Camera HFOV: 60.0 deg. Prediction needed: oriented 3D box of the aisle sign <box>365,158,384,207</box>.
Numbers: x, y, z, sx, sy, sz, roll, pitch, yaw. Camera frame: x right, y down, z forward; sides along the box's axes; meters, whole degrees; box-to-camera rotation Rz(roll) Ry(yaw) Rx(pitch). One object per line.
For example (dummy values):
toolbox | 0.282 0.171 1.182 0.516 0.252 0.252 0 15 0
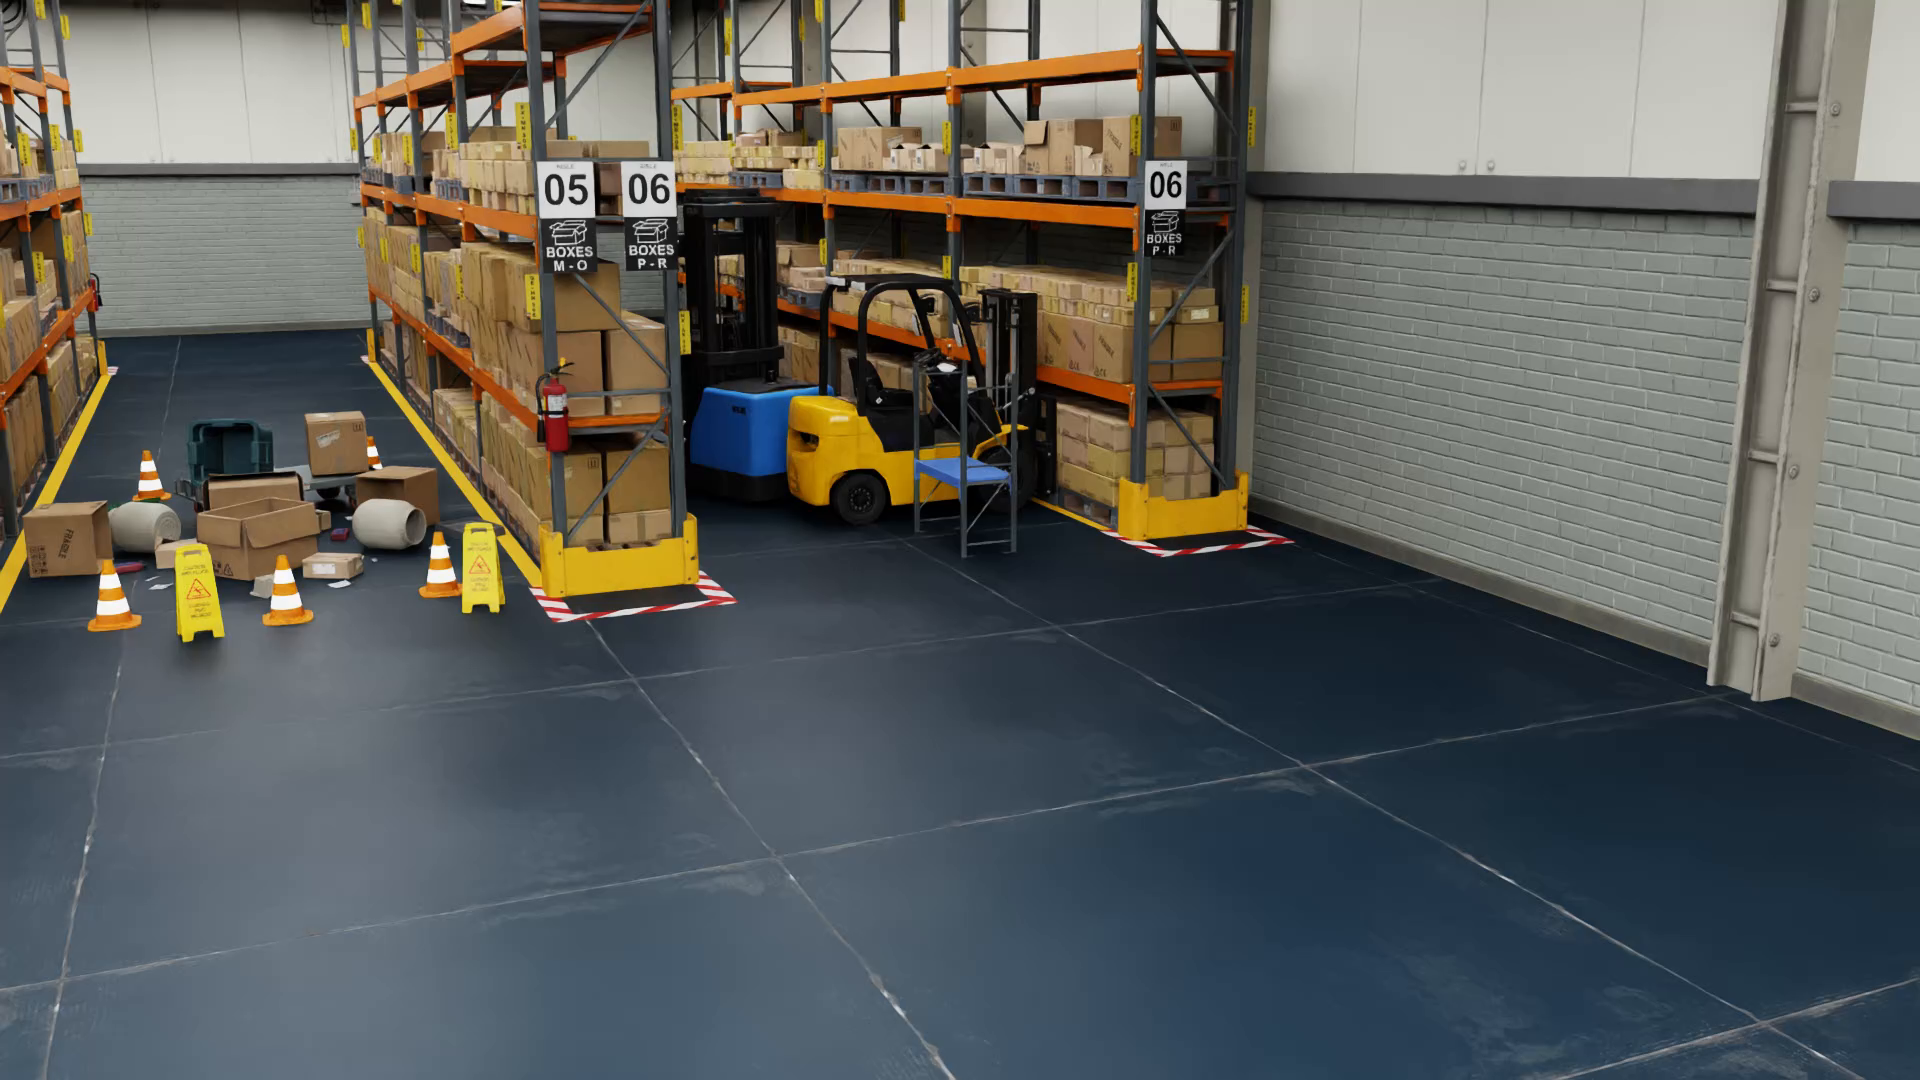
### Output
aisle sign | -9.290 -5.656 26.391 0.394 0.787 0.004 -6 14 -23

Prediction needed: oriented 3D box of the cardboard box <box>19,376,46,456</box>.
cardboard box | -10.124 -1.255 17.197 1.050 0.750 0.750 -6 14 -24

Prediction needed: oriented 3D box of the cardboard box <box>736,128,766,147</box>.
cardboard box | -3.046 -5.869 24.249 0.396 0.266 0.258 -6 14 -24

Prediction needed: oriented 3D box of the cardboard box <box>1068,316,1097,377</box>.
cardboard box | 1.323 -1.779 15.183 0.500 0.500 0.500 -5 14 -21

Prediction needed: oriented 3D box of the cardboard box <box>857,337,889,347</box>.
cardboard box | -1.168 -2.636 22.281 0.380 0.149 0.250 -5 14 -20

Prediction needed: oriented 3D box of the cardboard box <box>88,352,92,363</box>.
cardboard box | -12.588 -2.597 23.671 0.380 0.149 0.250 -5 14 -22

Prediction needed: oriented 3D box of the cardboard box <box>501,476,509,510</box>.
cardboard box | -3.760 -0.422 14.707 0.500 0.250 0.500 -6 14 -24

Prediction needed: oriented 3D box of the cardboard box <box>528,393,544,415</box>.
cardboard box | -3.135 -1.073 12.912 0.380 0.149 0.250 -6 14 -24

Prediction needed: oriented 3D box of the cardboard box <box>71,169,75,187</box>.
cardboard box | -12.668 -5.043 23.186 0.500 0.250 0.500 -5 14 -21

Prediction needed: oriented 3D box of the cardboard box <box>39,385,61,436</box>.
cardboard box | -10.335 -1.436 18.535 0.500 0.500 0.500 -6 14 -25

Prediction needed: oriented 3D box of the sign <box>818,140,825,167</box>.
sign | -1.742 -4.862 20.926 0.100 0.325 0.005 -6 14 -23

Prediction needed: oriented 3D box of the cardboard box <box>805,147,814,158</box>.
cardboard box | -1.814 -5.083 21.817 0.380 0.149 0.250 -6 14 -25

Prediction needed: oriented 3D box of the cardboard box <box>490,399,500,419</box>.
cardboard box | -3.997 -1.185 14.901 0.380 0.149 0.250 -5 14 -21

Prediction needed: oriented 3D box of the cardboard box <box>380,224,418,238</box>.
cardboard box | -7.835 -4.183 23.352 0.500 0.500 0.500 -6 14 -23

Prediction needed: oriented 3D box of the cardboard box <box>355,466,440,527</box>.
cardboard box | -5.006 -0.361 14.815 0.500 0.500 0.500 4 14 16

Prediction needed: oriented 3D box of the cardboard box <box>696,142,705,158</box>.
cardboard box | -3.887 -6.199 26.413 0.500 0.250 0.500 -5 14 -21

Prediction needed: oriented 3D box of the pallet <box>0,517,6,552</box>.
pallet | -8.450 0.069 13.604 1.003 0.211 1.213 -6 14 -23

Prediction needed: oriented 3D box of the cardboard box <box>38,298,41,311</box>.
cardboard box | -10.605 -2.640 18.749 0.380 0.149 0.250 -5 14 -20

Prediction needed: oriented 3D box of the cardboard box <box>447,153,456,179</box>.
cardboard box | -4.956 -3.833 17.026 0.500 0.250 0.500 -5 14 -22

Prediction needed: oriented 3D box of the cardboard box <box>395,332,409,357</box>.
cardboard box | -7.905 -2.855 24.805 0.875 0.438 0.875 -6 14 -25

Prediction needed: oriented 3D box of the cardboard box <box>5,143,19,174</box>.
cardboard box | -9.592 -3.763 16.367 0.500 0.311 0.500 -6 14 -23

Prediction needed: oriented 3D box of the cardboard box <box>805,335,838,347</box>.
cardboard box | -1.877 -2.691 22.519 0.380 0.149 0.250 -6 14 -25

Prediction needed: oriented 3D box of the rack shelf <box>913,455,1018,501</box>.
rack shelf | 0.034 -0.538 14.165 0.538 0.185 1.000 -6 14 -23

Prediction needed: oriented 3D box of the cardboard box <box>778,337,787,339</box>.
cardboard box | -2.441 -2.678 23.899 0.500 0.500 0.500 -6 14 -25

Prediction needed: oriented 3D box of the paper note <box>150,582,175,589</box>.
paper note | -6.137 0.351 12.788 0.144 0.017 0.142 -1 13 -4

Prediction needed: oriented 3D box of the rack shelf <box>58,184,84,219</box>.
rack shelf | -12.689 -4.631 22.669 1.077 0.370 4.000 -6 14 -23

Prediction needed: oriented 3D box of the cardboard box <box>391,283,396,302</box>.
cardboard box | -7.459 -3.387 22.683 0.500 0.250 0.500 -6 14 -24

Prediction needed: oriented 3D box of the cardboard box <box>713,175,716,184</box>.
cardboard box | -3.630 -5.626 25.933 0.380 0.149 0.250 -5 14 -21

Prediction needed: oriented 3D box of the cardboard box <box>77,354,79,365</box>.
cardboard box | -11.892 -2.364 22.005 0.380 0.149 0.250 -5 14 -20

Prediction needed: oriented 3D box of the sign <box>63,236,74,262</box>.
sign | -11.381 -3.722 21.230 0.100 0.325 0.005 -6 14 -23

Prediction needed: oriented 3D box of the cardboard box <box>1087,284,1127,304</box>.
cardboard box | 1.367 -2.209 14.941 0.380 0.149 0.250 -5 14 -22

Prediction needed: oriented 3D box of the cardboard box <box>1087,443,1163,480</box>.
cardboard box | 1.479 -0.725 14.910 0.500 0.250 0.500 -6 14 -24

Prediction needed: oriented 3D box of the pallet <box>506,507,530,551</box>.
pallet | -3.394 -0.175 14.659 1.003 0.211 1.213 -6 14 -23

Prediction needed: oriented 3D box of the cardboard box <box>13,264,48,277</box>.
cardboard box | -11.233 -3.250 20.067 0.380 0.149 0.250 -6 14 -23

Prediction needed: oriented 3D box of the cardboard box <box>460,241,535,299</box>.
cardboard box | -4.211 -2.492 15.386 0.700 0.500 0.500 -6 14 -24

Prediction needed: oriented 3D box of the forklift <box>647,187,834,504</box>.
forklift | -2.581 -2.039 16.678 1.130 2.935 3.031 -12 18 -42

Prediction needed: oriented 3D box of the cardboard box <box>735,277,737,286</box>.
cardboard box | -3.206 -3.944 25.317 0.380 0.149 0.250 -5 14 -22

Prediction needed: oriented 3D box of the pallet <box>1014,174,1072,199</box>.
pallet | 1.208 -3.364 15.795 1.003 0.211 1.213 -6 14 -23

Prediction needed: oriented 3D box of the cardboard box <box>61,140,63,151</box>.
cardboard box | -12.492 -5.397 22.724 0.380 0.149 0.250 -6 14 -25

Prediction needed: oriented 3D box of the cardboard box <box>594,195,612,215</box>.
cardboard box | -2.609 -2.578 12.763 0.380 0.149 0.250 -6 14 -25

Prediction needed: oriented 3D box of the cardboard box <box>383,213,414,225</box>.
cardboard box | -7.808 -4.461 23.116 0.380 0.149 0.250 -6 14 -24

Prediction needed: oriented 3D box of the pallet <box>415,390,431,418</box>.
pallet | -6.522 -1.811 21.727 1.003 0.211 1.213 -6 14 -23

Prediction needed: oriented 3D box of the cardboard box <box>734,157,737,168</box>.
cardboard box | -3.091 -5.518 24.312 0.380 0.149 0.250 -5 14 -22

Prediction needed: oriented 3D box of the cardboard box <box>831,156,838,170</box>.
cardboard box | -1.383 -4.699 20.732 0.380 0.166 0.250 -6 14 -23

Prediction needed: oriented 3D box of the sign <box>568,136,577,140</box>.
sign | -3.694 -3.686 15.843 0.100 0.325 0.005 -6 14 -23

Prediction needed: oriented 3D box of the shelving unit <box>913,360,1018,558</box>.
shelving unit | 0.034 -0.713 14.125 0.538 1.500 1.048 -6 14 -23

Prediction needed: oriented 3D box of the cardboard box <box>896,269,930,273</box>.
cardboard box | -0.521 -3.047 19.224 0.380 0.149 0.250 -5 14 -22

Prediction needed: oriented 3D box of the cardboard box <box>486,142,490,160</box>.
cardboard box | -3.789 -3.291 14.071 0.380 0.149 0.250 -6 14 -24

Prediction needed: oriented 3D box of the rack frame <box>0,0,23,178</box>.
rack frame | -10.286 -5.203 16.893 1.000 3.000 0.127 -6 14 -23

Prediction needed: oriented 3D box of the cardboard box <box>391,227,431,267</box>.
cardboard box | -7.251 -3.891 22.090 0.500 0.500 0.500 -6 14 -23

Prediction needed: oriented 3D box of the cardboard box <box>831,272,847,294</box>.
cardboard box | -1.313 -3.252 20.991 0.500 0.250 0.500 -6 14 -23

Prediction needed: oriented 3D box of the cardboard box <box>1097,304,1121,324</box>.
cardboard box | 1.435 -2.006 14.723 0.380 0.149 0.250 -5 14 -22

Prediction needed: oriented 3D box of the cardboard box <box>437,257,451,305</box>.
cardboard box | -5.388 -2.816 18.074 0.500 0.500 0.500 -5 14 -22

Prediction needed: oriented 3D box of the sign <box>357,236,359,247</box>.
sign | -11.344 -5.704 31.763 0.327 0.218 0.001 -6 14 -23

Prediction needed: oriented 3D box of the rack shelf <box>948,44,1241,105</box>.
rack shelf | 1.159 -4.335 15.626 1.077 0.370 4.000 -6 14 -23

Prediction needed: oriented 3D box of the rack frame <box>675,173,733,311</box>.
rack frame | -4.449 -4.850 28.673 1.000 3.000 0.127 -6 14 -23

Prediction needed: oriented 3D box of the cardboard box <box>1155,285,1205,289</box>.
cardboard box | 1.973 -2.203 14.918 0.380 0.149 0.250 -5 14 -21
